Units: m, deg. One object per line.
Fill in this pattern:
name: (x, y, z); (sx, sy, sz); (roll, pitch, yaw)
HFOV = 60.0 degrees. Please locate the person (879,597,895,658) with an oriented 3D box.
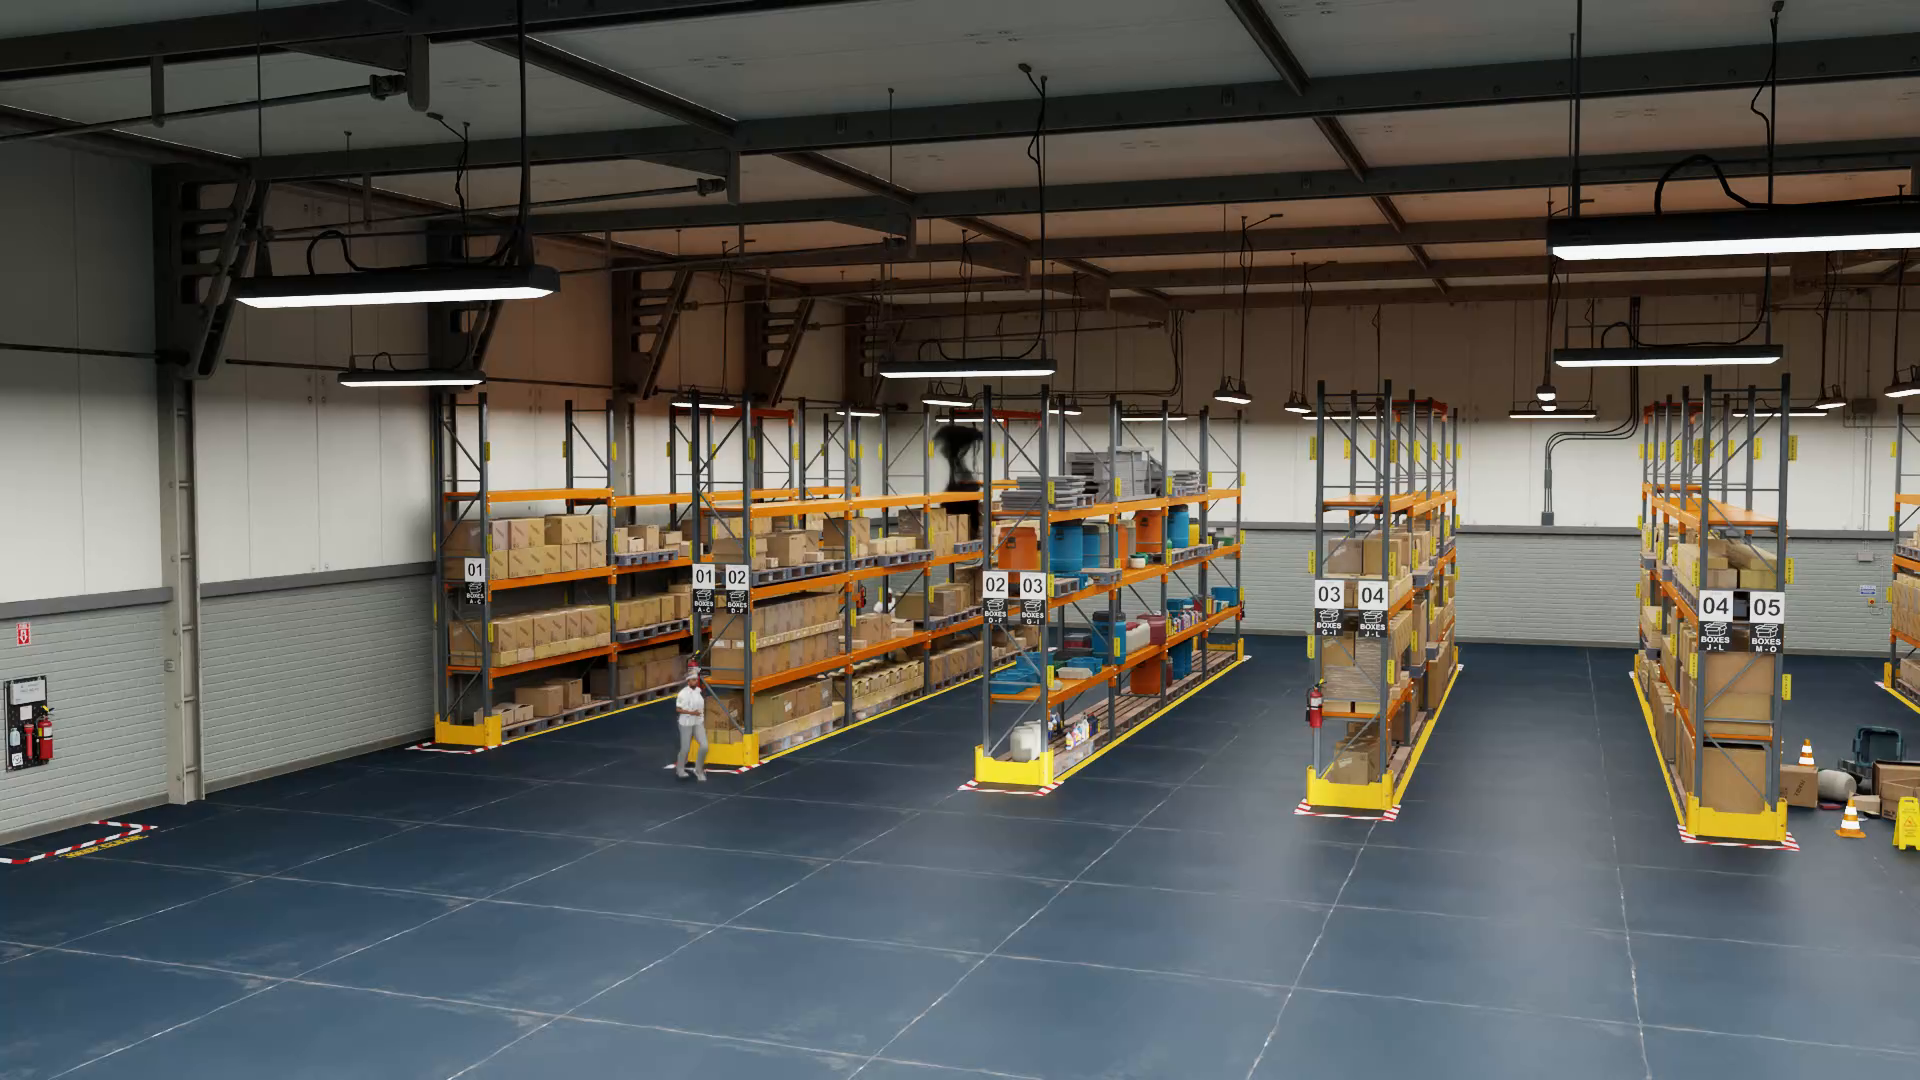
person: (-1.735, 2.074, 39.902); (0.511, 1.570, 0.636); (1, 3, 24)

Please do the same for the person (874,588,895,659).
person: (-1.684, 2.007, 39.132); (0.688, 1.781, 0.950); (0, 3, 9)

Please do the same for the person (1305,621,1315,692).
person: (7.354, 2.406, 34.144); (0.554, 1.600, 0.705); (1, 3, 24)

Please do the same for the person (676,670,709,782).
person: (-4.072, 2.831, 25.217); (0.567, 1.746, 0.734); (-3, 4, -42)
